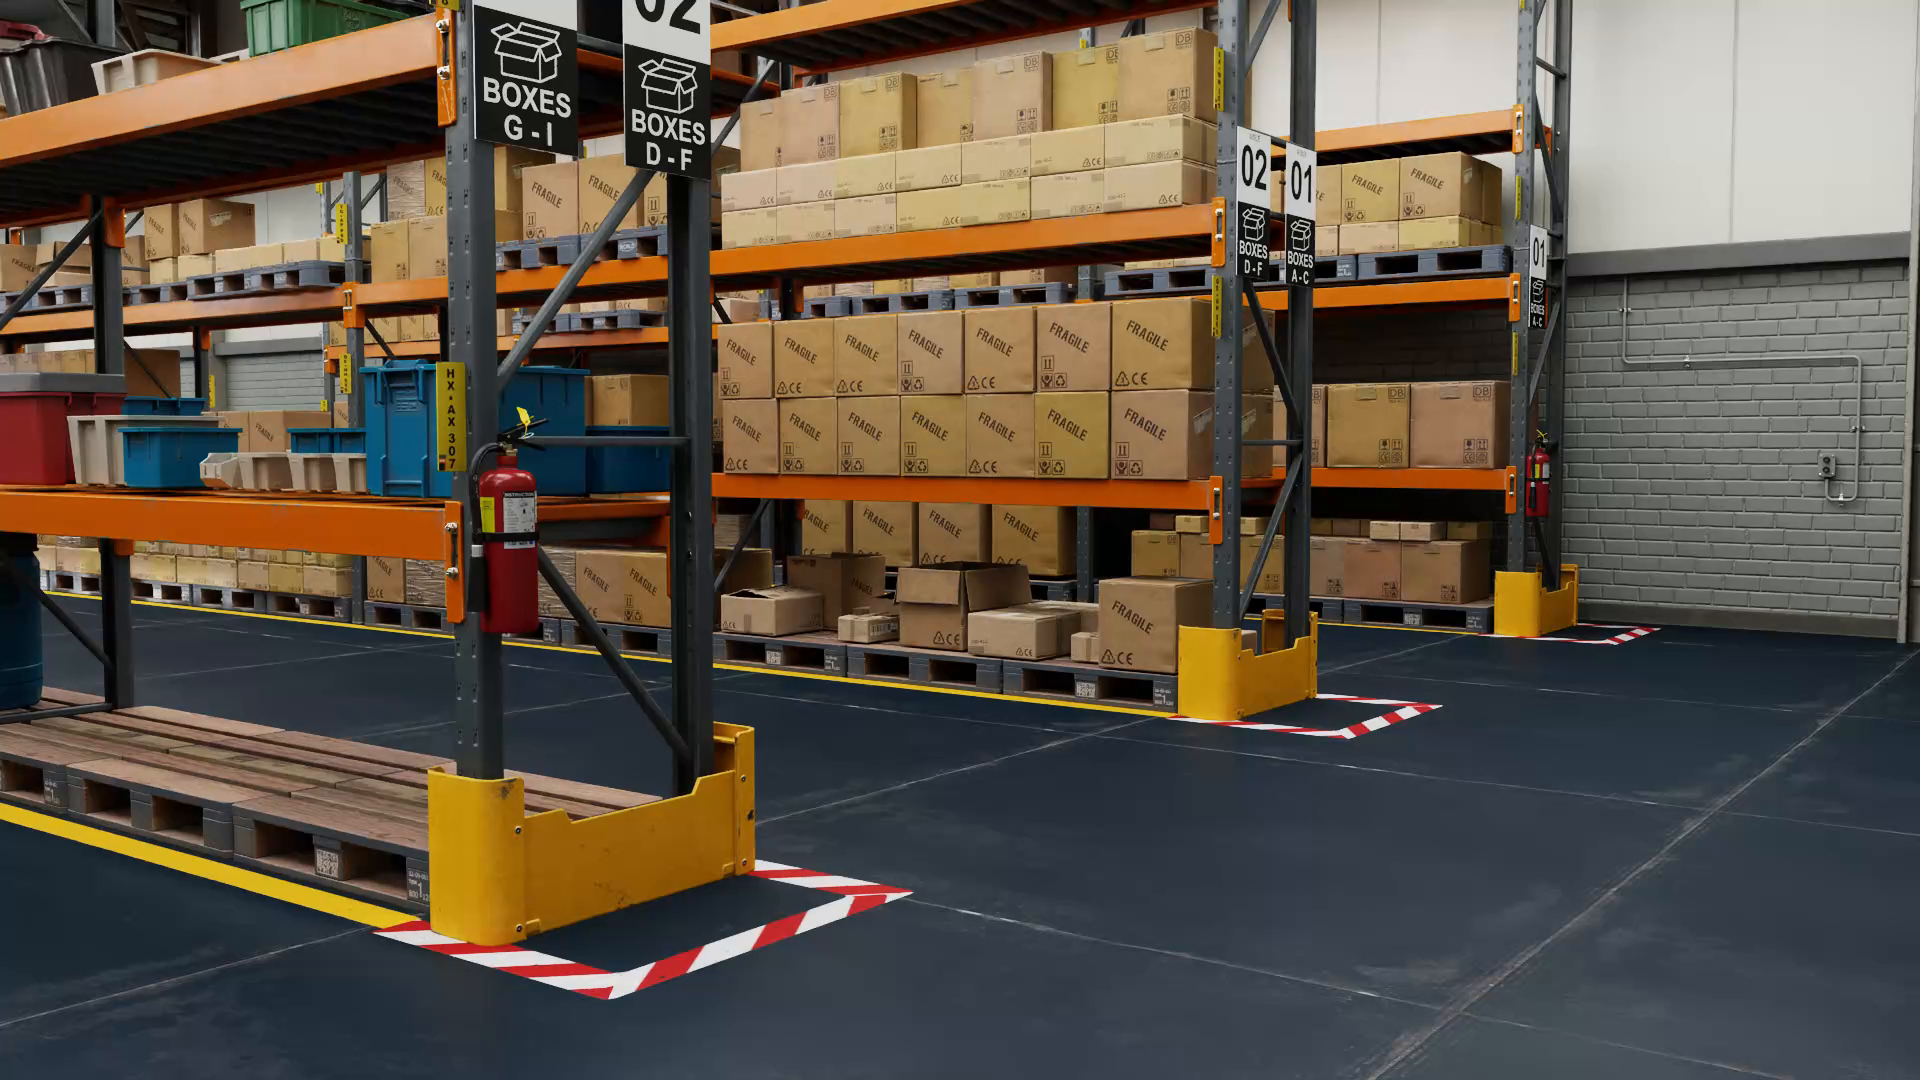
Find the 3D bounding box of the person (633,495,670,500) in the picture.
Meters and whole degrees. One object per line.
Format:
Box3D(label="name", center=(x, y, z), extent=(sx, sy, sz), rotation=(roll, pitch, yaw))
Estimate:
Box3D(label="person", center=(-3.048, -0.312, 16.814), extent=(0.483, 1.634, 0.788), rotation=(-2, 4, -30))
